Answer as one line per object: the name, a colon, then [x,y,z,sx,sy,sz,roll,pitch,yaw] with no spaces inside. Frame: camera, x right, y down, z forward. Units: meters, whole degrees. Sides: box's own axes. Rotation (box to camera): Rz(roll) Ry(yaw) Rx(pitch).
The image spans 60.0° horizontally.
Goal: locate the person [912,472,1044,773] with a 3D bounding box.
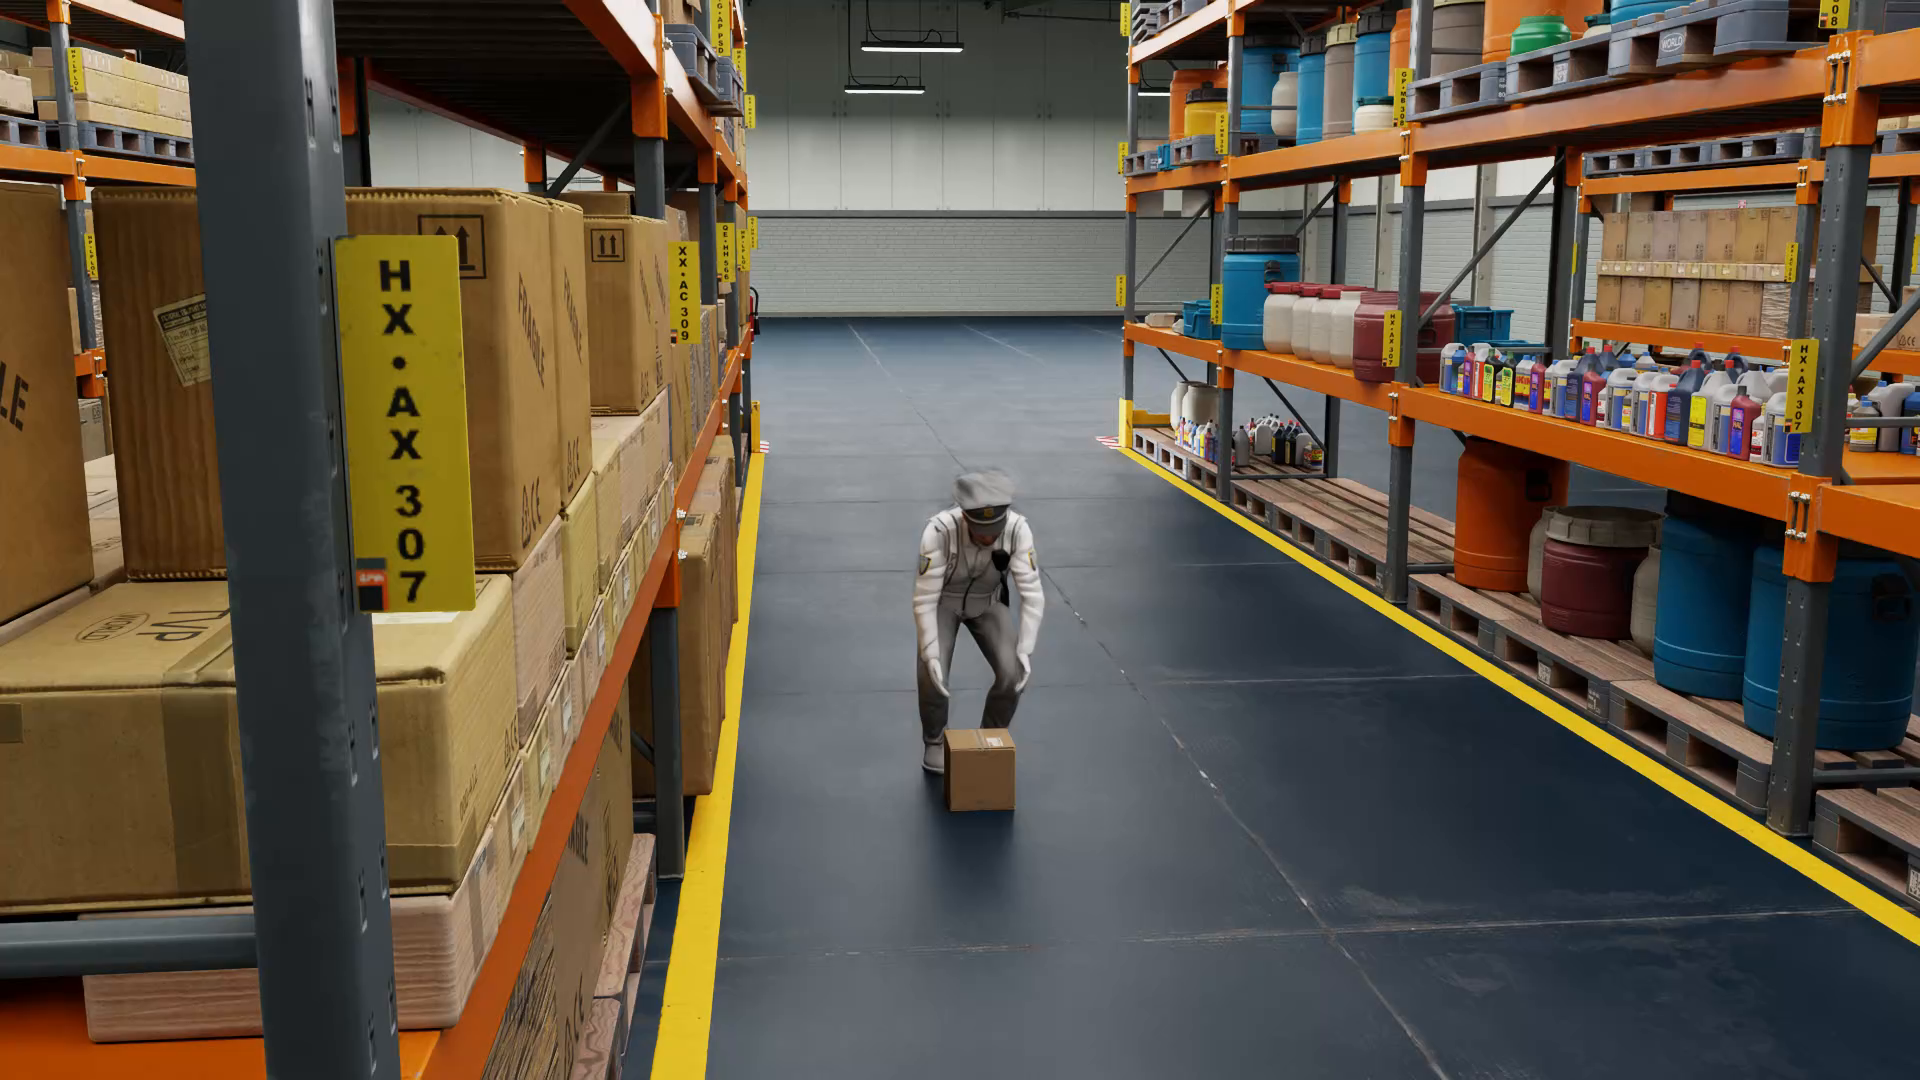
person: [0.067,0.327,6.732,0.531,1.263,0.765,-1,10,-5]
